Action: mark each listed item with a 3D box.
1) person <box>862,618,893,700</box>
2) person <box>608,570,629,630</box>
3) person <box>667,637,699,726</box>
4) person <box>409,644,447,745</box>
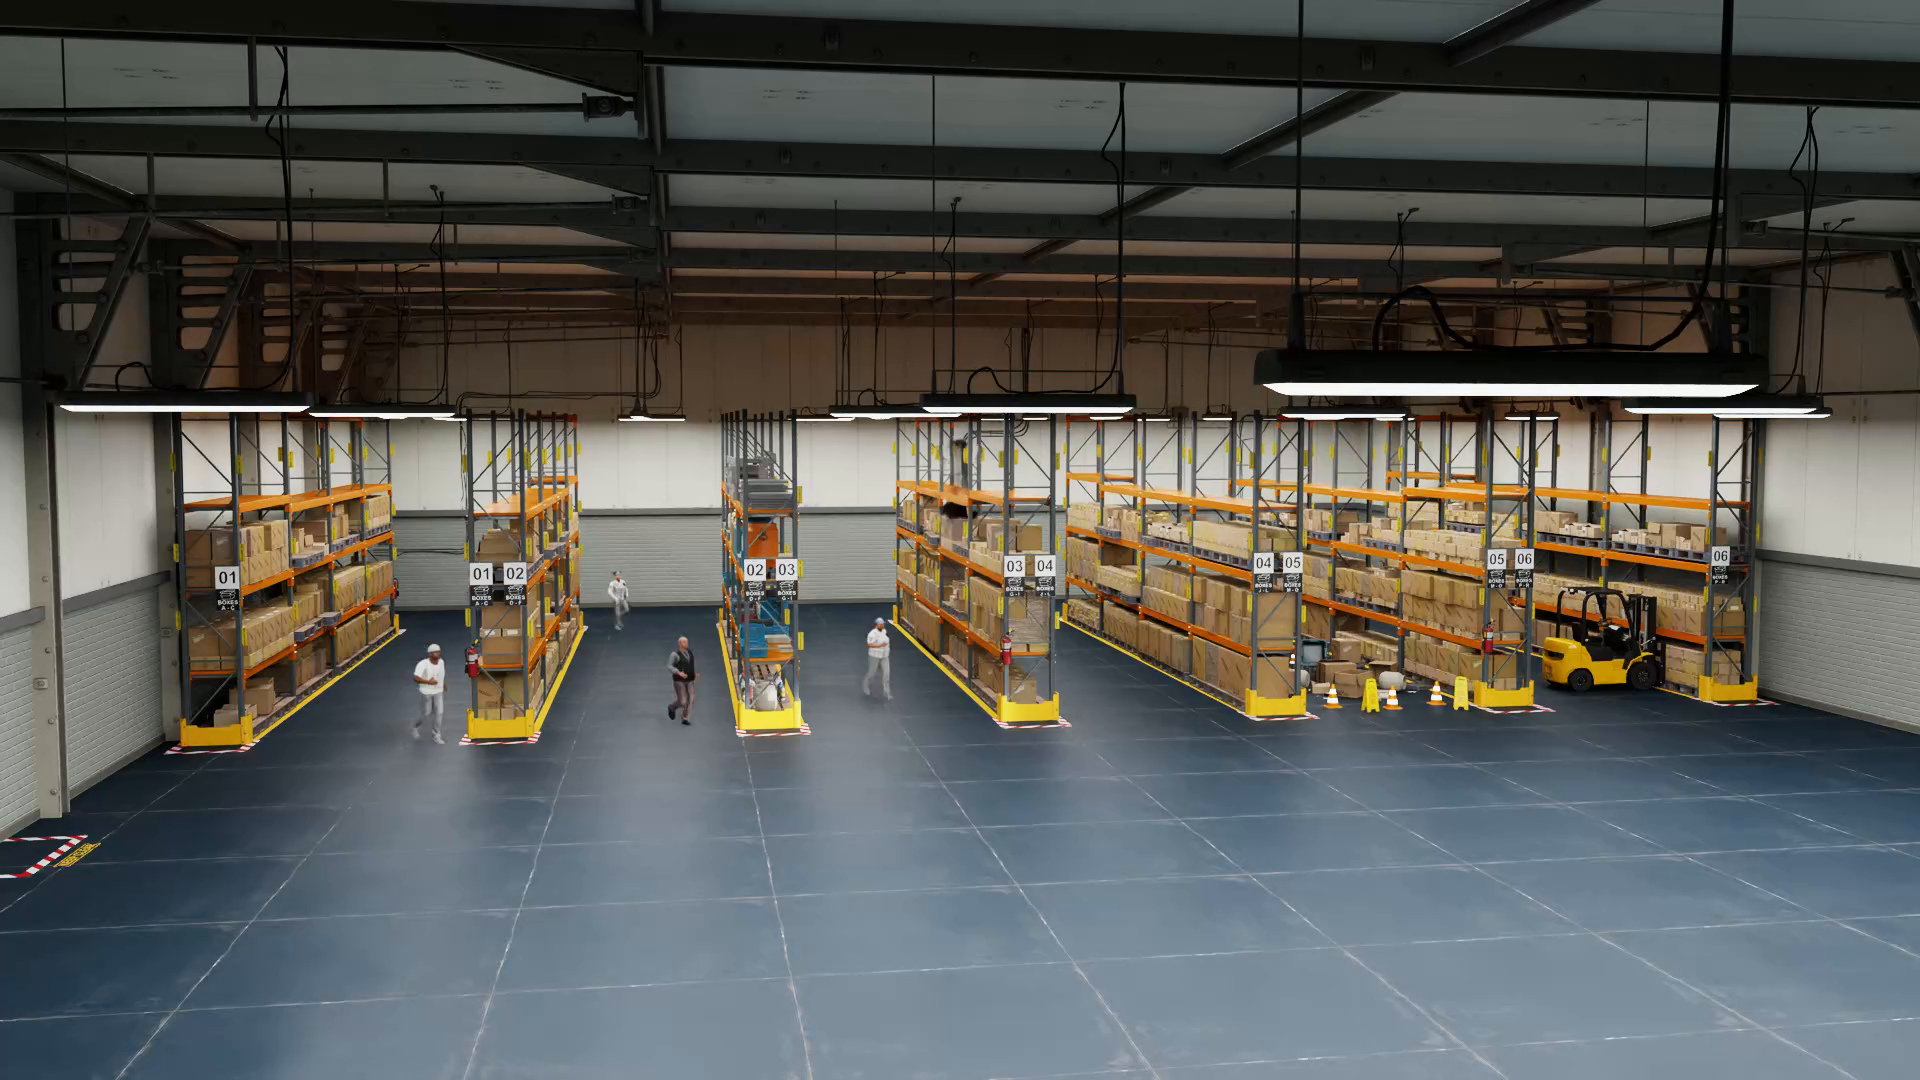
[{"bbox_3d":[-1.714,2.450,34.682,0.598,1.669,0.933,-3,5,-36],"label":"person"},{"bbox_3d":[-9.464,1.671,46.290,0.640,1.663,0.520,-3,5,-39],"label":"person"},{"bbox_3d":[-5.269,2.678,31.618,0.654,1.678,0.654,4,6,45],"label":"person"},{"bbox_3d":[-9.517,2.762,29.929,0.869,1.790,0.731,3,5,40],"label":"person"}]
